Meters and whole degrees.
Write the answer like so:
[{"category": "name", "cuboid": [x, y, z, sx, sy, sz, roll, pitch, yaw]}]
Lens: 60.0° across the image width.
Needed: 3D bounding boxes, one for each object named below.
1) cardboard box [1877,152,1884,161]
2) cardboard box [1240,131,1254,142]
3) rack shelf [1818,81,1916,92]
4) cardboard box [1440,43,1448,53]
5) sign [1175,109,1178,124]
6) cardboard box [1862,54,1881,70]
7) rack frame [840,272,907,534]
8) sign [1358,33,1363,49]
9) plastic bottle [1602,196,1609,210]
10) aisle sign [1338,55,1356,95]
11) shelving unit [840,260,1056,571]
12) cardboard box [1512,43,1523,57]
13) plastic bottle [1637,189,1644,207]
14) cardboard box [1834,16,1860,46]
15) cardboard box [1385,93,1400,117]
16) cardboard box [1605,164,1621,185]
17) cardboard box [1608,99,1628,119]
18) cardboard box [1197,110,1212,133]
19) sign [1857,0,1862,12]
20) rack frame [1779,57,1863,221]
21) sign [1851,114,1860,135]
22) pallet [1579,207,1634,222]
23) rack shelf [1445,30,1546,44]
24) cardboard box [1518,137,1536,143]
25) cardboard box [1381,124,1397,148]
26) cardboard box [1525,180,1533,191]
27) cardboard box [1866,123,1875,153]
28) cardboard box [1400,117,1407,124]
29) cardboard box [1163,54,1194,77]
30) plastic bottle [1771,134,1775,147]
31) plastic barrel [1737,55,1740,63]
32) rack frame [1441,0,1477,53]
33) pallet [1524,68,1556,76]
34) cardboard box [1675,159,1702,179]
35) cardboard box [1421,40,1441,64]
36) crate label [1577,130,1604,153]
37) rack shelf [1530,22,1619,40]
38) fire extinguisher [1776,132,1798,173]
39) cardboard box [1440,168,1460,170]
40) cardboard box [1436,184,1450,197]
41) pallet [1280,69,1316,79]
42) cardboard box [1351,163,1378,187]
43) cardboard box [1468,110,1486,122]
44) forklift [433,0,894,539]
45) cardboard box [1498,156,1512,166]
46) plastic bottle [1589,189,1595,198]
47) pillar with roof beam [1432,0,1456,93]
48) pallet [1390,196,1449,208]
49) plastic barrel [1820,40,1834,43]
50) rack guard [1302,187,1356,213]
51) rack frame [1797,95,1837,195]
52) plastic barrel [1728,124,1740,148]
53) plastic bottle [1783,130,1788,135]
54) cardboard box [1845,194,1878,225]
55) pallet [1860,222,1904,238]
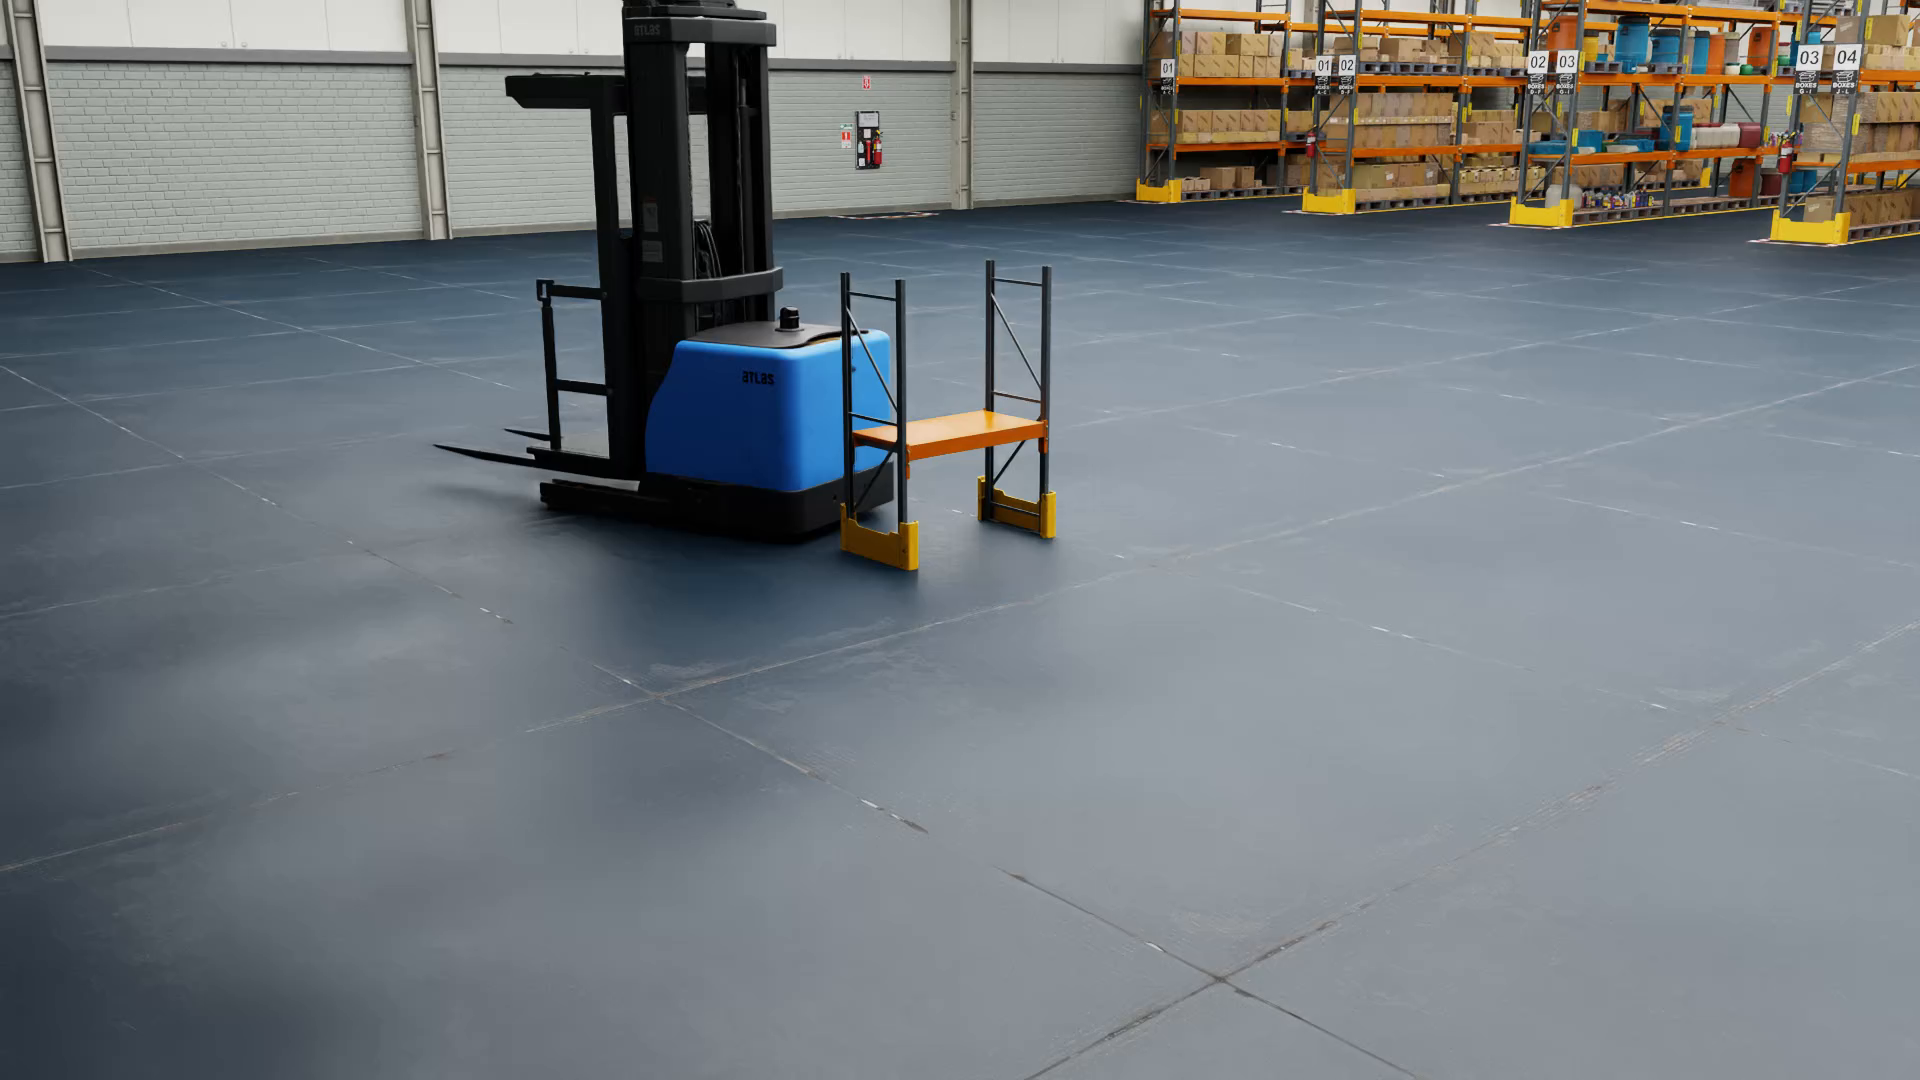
[{"category": "cardboard box", "cuboid": [15.670, -6.610, 28.671, 0.250, 0.149, 0.380, -13, 19, -39]}, {"category": "cardboard box", "cuboid": [6.714, -9.714, 40.057, 0.500, 0.250, 0.500, -13, 20, -40]}, {"category": "rack shelf", "cuboid": [21.670, -10.954, 40.029, 4.000, 0.370, 1.077, -13, 19, -39]}, {"category": "cardboard box", "cuboid": [12.908, -13.391, 45.259, 0.500, 0.250, 0.500, -11, 18, -35]}, {"category": "sign", "cuboid": [4.962, -9.722, 38.158, 0.005, 0.325, 0.100, -13, 19, -39]}, {"category": "cardboard box", "cuboid": [14.893, -7.925, 27.584, 0.500, 0.250, 0.500, -12, 19, -38]}, {"category": "rack frame", "cuboid": [-0.448, -0.624, 8.680, 0.032, 1.500, 0.500, -13, 19, -39]}, {"category": "sign", "cuboid": [8.220, -10.247, 34.138, 0.005, 0.325, 0.100, -13, 19, -39]}, {"category": "plastic bottle", "cuboid": [12.681, -6.622, 32.662, 0.097, 0.271, 0.097, 0, 15, 0]}, {"category": "aisle sign", "cuboid": [8.012, -9.631, 34.456, 0.004, 0.787, 0.394, -13, 19, -39]}, {"category": "shelving unit", "cuboid": [-0.058, -0.712, 9.008, 1.083, 1.500, 0.587, -13, 19, -39]}, {"category": "cardboard box", "cuboid": [15.530, -13.761, 46.971, 0.500, 0.500, 0.500, -14, 20, -42]}, {"category": "plastic bottle", "cuboid": [13.685, -6.894, 33.526, 0.185, 0.351, 0.144, -14, 20, -42]}, {"category": "cardboard box", "cuboid": [15.364, -8.711, 28.499, 0.500, 0.500, 0.500, -13, 19, -39]}, {"category": "cardboard box", "cuboid": [9.034, -9.382, 35.854, 0.500, 0.500, 0.700, -13, 19, -39]}, {"category": "cardboard box", "cuboid": [16.350, -9.262, 42.104, 0.500, 0.500, 0.500, -13, 19, -39]}, {"category": "cardboard box", "cuboid": [17.124, -11.146, 43.035, 0.500, 0.500, 0.500, -13, 19, -39]}, {"category": "cardboard box", "cuboid": [5.542, -9.813, 38.975, 0.500, 0.500, 0.500, -13, 19, -39]}, {"category": "sign", "cuboid": [20.521, -12.204, 37.905, 0.005, 0.325, 0.100, -13, 19, -39]}, {"category": "rack frame", "cuboid": [14.360, -6.517, 27.834, 0.127, 3.000, 1.000, -13, 19, -39]}, {"category": "sign", "cuboid": [14.717, -6.829, 27.327, 0.005, 0.325, 0.100, -13, 19, -39]}, {"category": "pallet", "cuboid": [12.672, -6.498, 33.167, 1.213, 0.211, 1.003, -13, 19, -39]}, {"category": "rack shelf", "cuboid": [15.167, -14.139, 46.914, 4.000, 0.370, 1.077, -13, 19, -39]}, {"category": "cardboard box", "cuboid": [13.398, -9.474, 39.391, 0.250, 0.149, 0.380, -13, 19, -39]}, {"category": "cardboard box", "cuboid": [8.992, -8.744, 35.978, 0.500, 0.500, 0.700, -12, 19, -39]}, {"category": "cardboard box", "cuboid": [13.272, -8.451, 39.590, 0.500, 0.250, 0.500, -13, 20, -40]}, {"category": "cardboard box", "cuboid": [15.092, -6.905, 28.516, 0.500, 0.500, 0.875, -13, 19, -39]}, {"category": "cardboard box", "cuboid": [9.458, -9.092, 36.026, 0.250, 0.149, 0.380, -12, 19, -39]}, {"category": "cardboard box", "cuboid": [5.022, -10.925, 38.292, 0.500, 0.500, 0.500, -12, 19, -38]}, {"category": "plastic bottle", "cuboid": [17.961, -8.837, 36.747, 0.133, 0.283, 0.061, -13, 19, -39]}, {"category": "plastic barrel", "cuboid": [16.709, -10.346, 36.143, 0.421, 0.512, 0.421, 0, 15, 0]}, {"category": "rack frame", "cuboid": [13.658, -14.341, 45.501, 0.127, 3.000, 1.000, -13, 19, -39]}, {"category": "pallet", "cuboid": [13.442, -11.027, 39.272, 1.003, 0.211, 1.213, -12, 19, -37]}, {"category": "cardboard box", "cuboid": [19.682, -10.021, 44.945, 0.500, 0.500, 0.500, -13, 19, -39]}, {"category": "cardboard box", "cuboid": [10.325, -10.857, 36.994, 0.500, 0.500, 0.500, -11, 18, -35]}, {"category": "crate label", "cuboid": [12.320, -7.862, 32.804, 0.616, 0.435, 0.502, -13, 19, -39]}, {"category": "rack shelf", "cuboid": [15.404, -12.497, 40.769, 4.000, 0.370, 1.077, -13, 19, -39]}, {"category": "fire extinguisher", "cuboid": [13.971, -6.550, 28.108, 0.183, 0.674, 0.296, -13, 19, -39]}, {"category": "cardboard box", "cuboid": [11.383, -8.483, 38.622, 0.500, 0.311, 0.500, -12, 19, -38]}, {"category": "cardboard box", "cuboid": [10.671, -7.877, 37.441, 0.500, 0.250, 0.500, -13, 19, -39]}, {"category": "pallet", "cuboid": [8.159, -11.530, 41.153, 1.003, 0.211, 1.213, -13, 19, -39]}, {"category": "cardboard box", "cuboid": [8.814, -8.004, 36.462, 0.500, 0.500, 0.500, -13, 19, -39]}, {"category": "cardboard box", "cuboid": [14.078, -11.676, 46.569, 0.700, 0.700, 0.980, -12, 19, -39]}, {"category": "forklift", "cuboid": [-1.918, -1.684, 9.875, 3.031, 2.935, 1.130, 9, 17, 30]}, {"category": "cardboard box", "cuboid": [15.457, -10.807, 47.927, 0.500, 0.500, 0.700, -13, 20, -41]}, {"category": "plastic bottle", "cuboid": [12.782, -6.931, 33.667, 0.185, 0.351, 0.144, -13, 20, -40]}, {"category": "pillar with roof beam", "cuboid": [16.444, -13.790, 43.438, 0.400, 9.000, 9.100, -13, 19, -39]}, {"category": "pallet", "cuboid": [10.250, -7.650, 37.479, 1.213, 0.211, 1.003, -13, 19, -39]}, {"category": "plastic barrel", "cuboid": [19.606, -11.063, 37.862, 0.600, 0.588, 0.600, 0, 15, 0]}, {"category": "rack guard", "cuboid": [7.842, -7.234, 35.364, 0.348, 0.500, 1.175, -13, 19, -39]}, {"category": "rack frame", "cuboid": [20.162, -9.514, 39.055, 0.127, 3.000, 1.000, -13, 19, -39]}, {"category": "plastic barrel", "cuboid": [16.508, -8.674, 35.695, 0.421, 0.512, 0.421, 0, 15, 0]}, {"category": "plastic bottle", "cuboid": [18.651, -9.091, 37.566, 0.185, 0.351, 0.144, -13, 19, -39]}, {"category": "cardboard box", "cuboid": [15.756, -5.825, 29.274, 0.500, 0.500, 0.500, -10, 18, -34]}, {"category": "pallet", "cuboid": [15.974, -5.519, 29.501, 1.213, 0.211, 1.003, -13, 19, -39]}]
